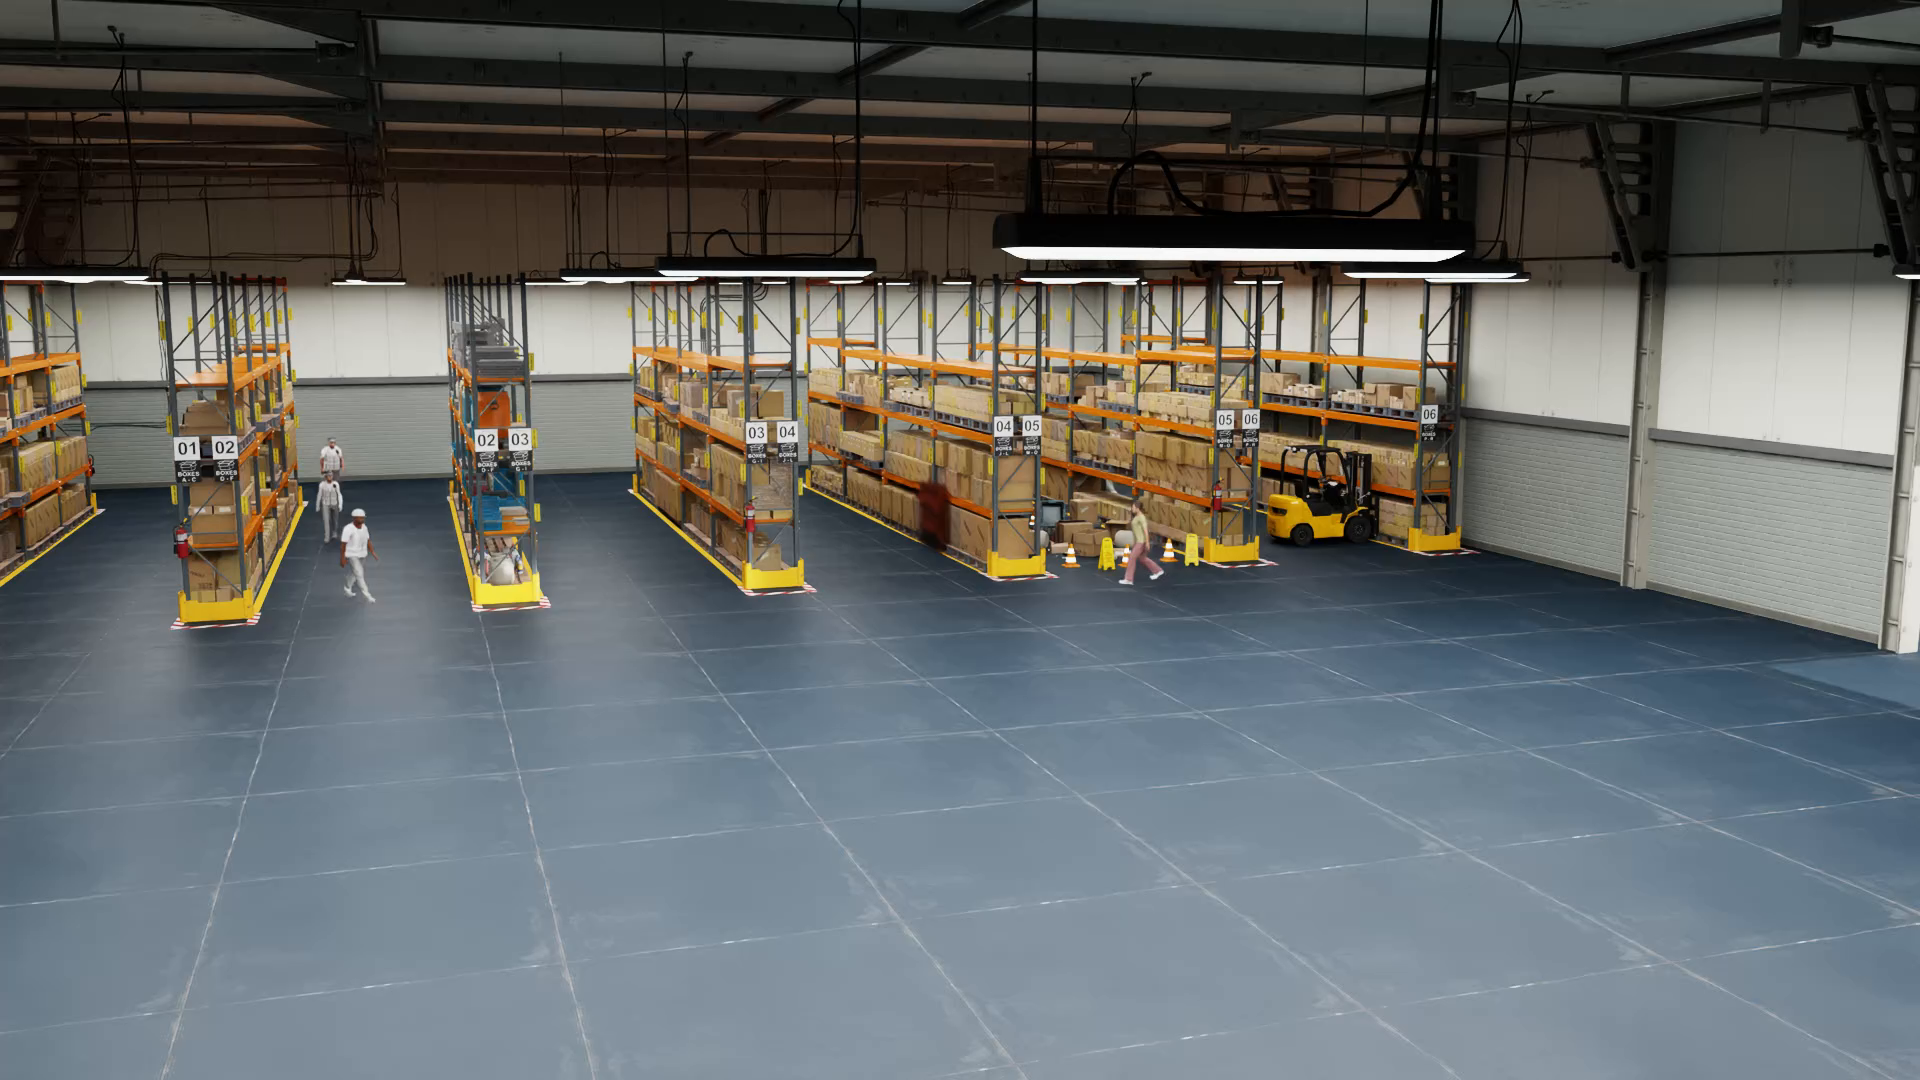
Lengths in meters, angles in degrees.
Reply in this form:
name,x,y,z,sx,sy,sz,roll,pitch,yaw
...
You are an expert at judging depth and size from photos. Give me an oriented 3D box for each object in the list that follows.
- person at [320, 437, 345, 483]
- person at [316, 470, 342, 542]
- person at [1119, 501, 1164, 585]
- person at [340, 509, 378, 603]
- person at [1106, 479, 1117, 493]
name,x,y,z,sx,sy,sz,roll,pitch,yaw
person,-17.078,-1.966,45.258,0.582,1.680,1.116,-6,10,-34
person,-14.346,-0.799,37.818,0.569,1.600,1.038,-4,9,-23
person,3.547,0.046,32.326,1.002,1.629,0.450,-3,9,-17
person,-11.035,0.268,30.483,1.113,1.698,0.644,5,10,30
person,4.128,-2.021,45.680,0.659,1.760,0.668,-8,12,-42
